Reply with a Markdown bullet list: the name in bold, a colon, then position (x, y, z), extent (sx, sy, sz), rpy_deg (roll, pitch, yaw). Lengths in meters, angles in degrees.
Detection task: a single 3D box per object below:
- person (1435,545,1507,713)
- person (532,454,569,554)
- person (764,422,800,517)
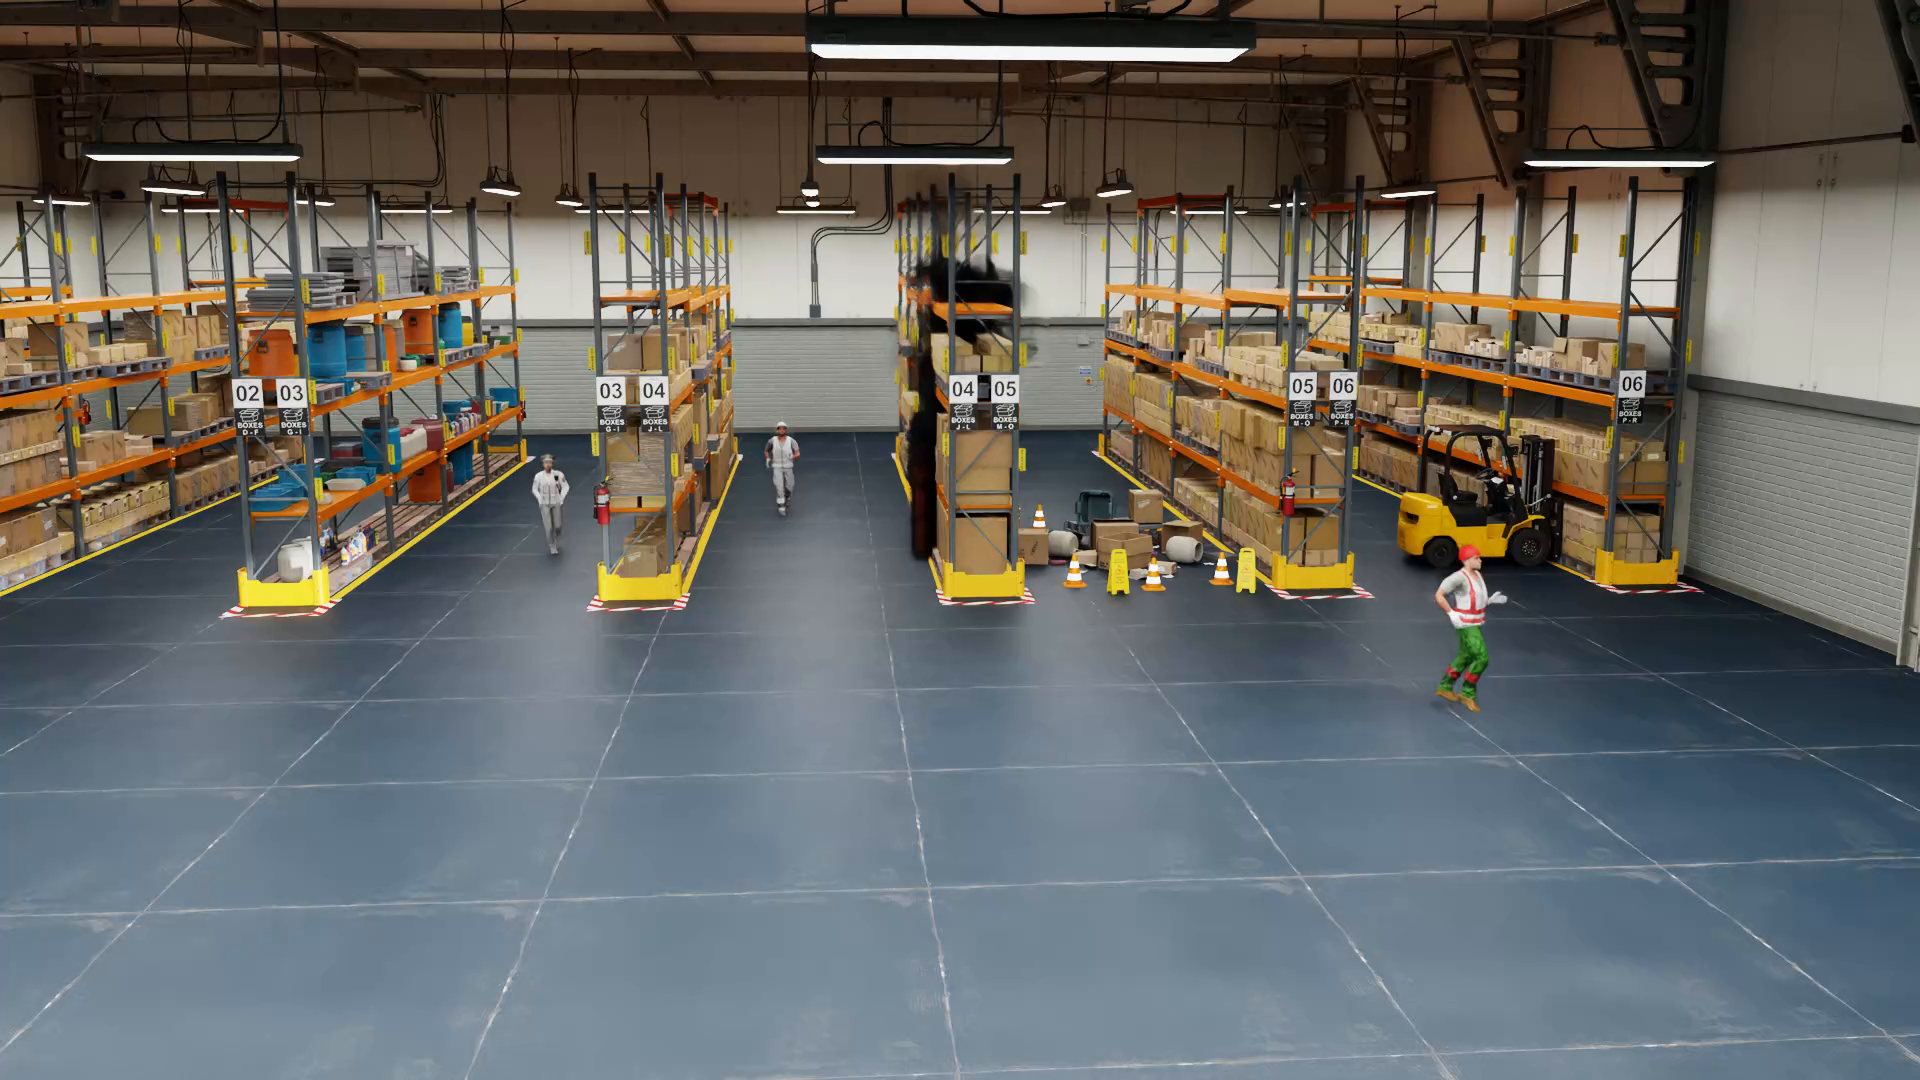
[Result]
- **person**: position (5.558, 0.967, 18.128), extent (0.709, 1.834, 0.634), rpy_deg (8, 13, 38)
- **person**: position (-6.713, -0.593, 27.292), extent (0.592, 1.651, 0.539), rpy_deg (-2, 10, -11)
- **person**: position (-3.342, -1.345, 31.265), extent (0.668, 1.759, 0.856), rpy_deg (-2, 10, -9)
